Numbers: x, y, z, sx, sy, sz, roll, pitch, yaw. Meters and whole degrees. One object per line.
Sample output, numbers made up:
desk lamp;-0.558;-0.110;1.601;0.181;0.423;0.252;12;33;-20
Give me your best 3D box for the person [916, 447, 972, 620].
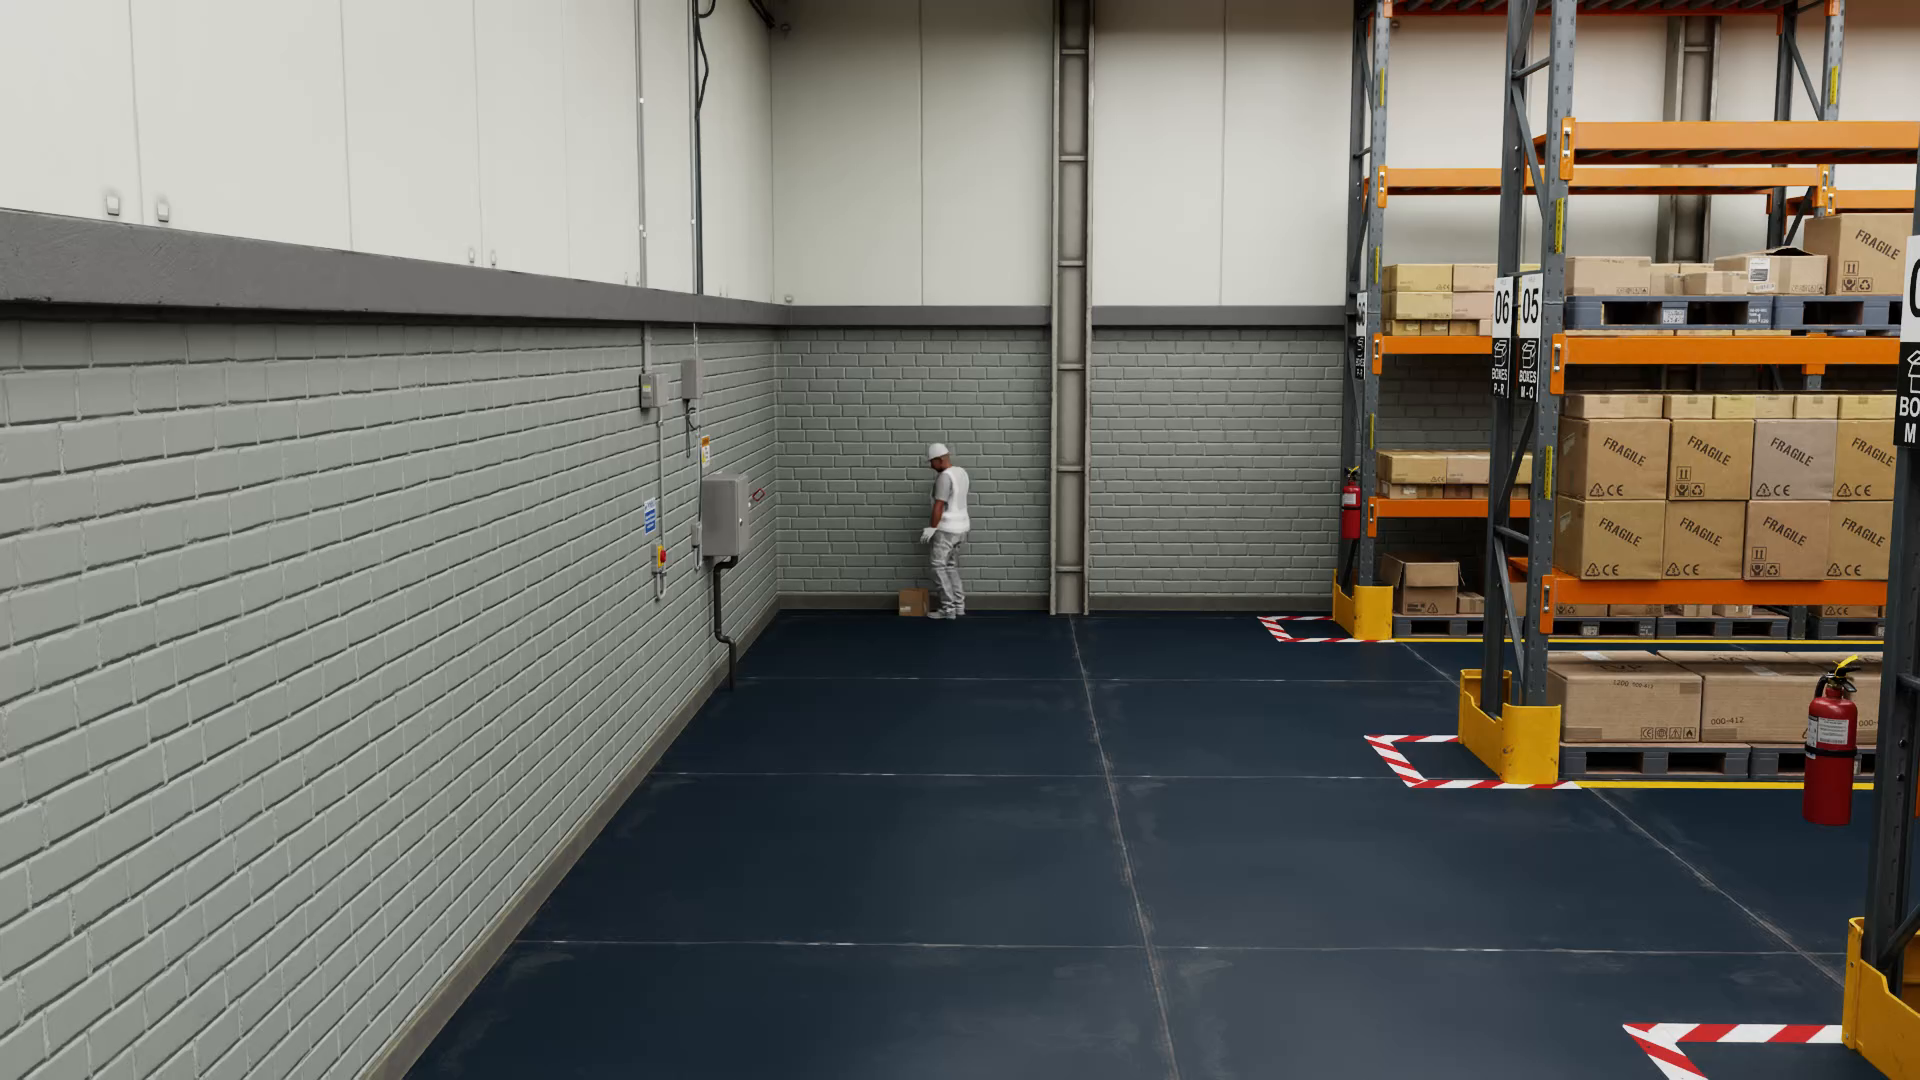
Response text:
person;-0.154;-0.073;16.579;0.497;1.709;0.577;3;8;22
